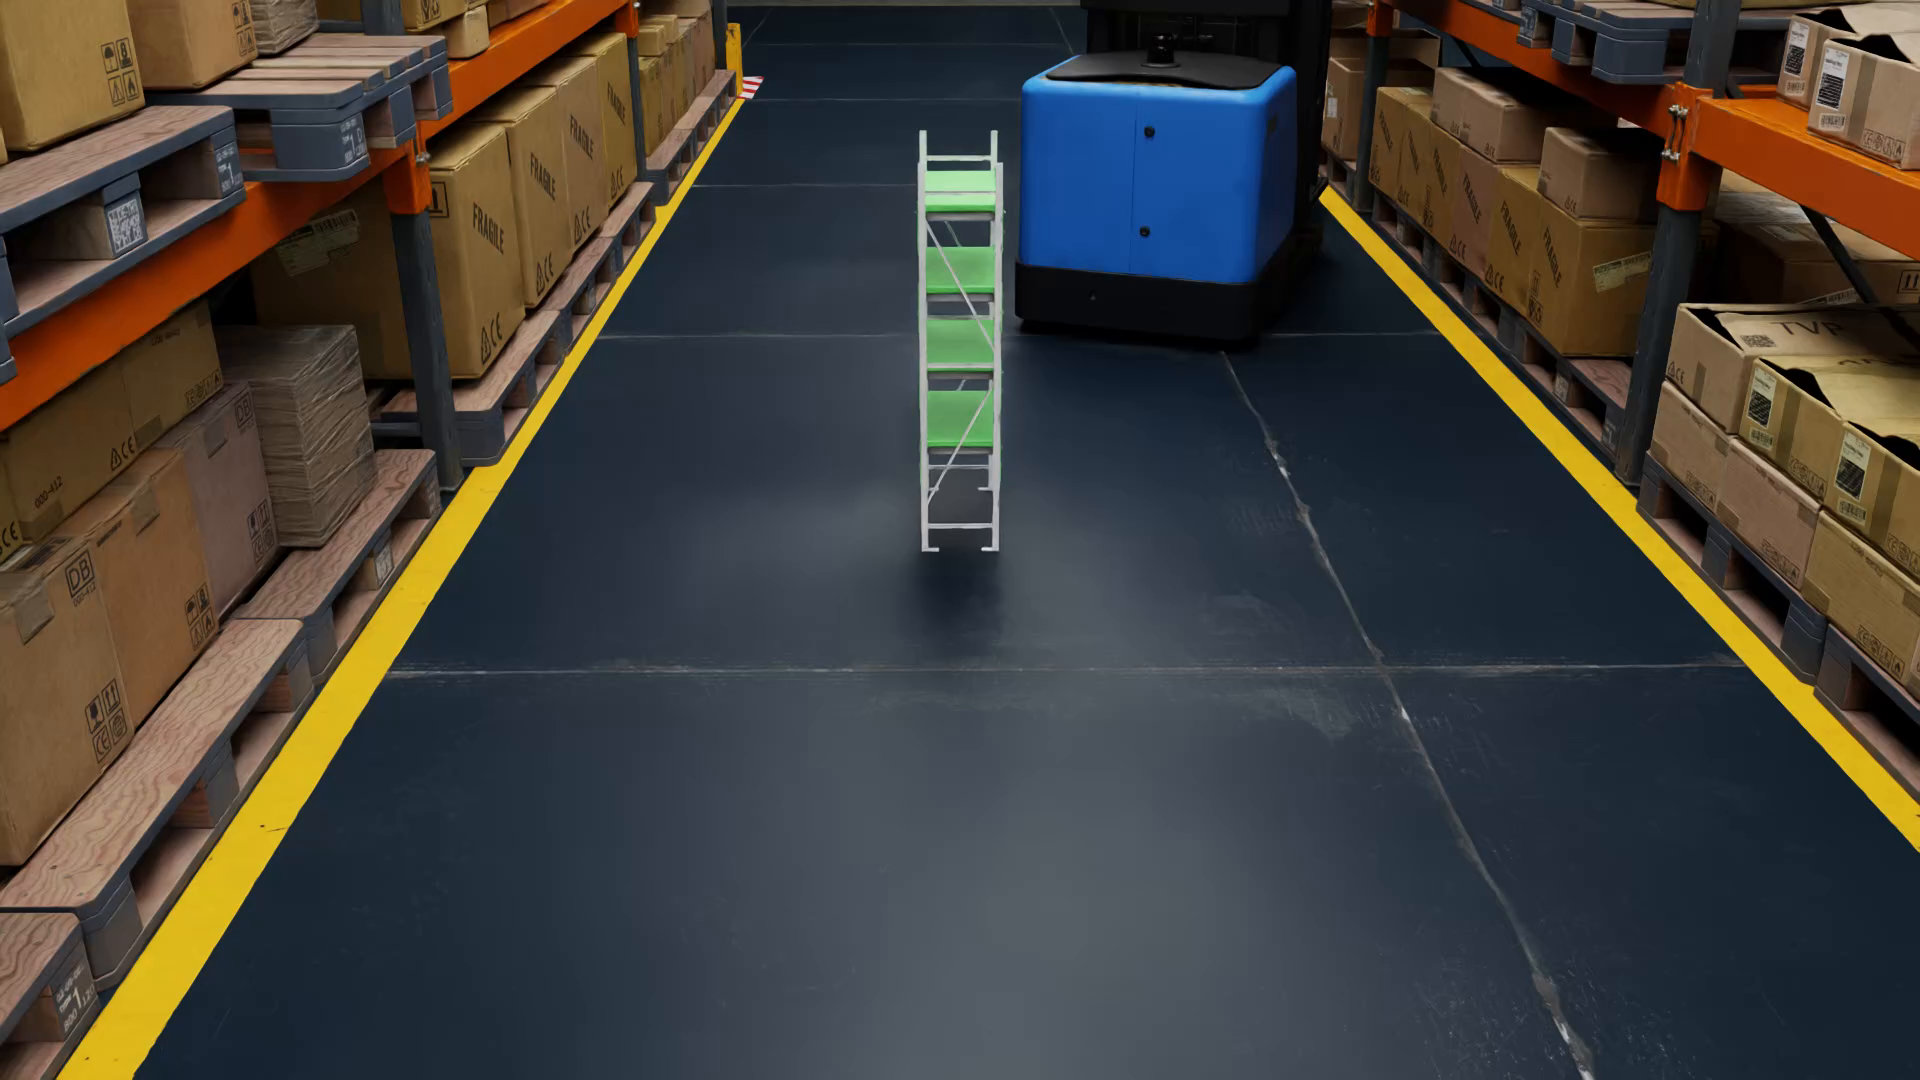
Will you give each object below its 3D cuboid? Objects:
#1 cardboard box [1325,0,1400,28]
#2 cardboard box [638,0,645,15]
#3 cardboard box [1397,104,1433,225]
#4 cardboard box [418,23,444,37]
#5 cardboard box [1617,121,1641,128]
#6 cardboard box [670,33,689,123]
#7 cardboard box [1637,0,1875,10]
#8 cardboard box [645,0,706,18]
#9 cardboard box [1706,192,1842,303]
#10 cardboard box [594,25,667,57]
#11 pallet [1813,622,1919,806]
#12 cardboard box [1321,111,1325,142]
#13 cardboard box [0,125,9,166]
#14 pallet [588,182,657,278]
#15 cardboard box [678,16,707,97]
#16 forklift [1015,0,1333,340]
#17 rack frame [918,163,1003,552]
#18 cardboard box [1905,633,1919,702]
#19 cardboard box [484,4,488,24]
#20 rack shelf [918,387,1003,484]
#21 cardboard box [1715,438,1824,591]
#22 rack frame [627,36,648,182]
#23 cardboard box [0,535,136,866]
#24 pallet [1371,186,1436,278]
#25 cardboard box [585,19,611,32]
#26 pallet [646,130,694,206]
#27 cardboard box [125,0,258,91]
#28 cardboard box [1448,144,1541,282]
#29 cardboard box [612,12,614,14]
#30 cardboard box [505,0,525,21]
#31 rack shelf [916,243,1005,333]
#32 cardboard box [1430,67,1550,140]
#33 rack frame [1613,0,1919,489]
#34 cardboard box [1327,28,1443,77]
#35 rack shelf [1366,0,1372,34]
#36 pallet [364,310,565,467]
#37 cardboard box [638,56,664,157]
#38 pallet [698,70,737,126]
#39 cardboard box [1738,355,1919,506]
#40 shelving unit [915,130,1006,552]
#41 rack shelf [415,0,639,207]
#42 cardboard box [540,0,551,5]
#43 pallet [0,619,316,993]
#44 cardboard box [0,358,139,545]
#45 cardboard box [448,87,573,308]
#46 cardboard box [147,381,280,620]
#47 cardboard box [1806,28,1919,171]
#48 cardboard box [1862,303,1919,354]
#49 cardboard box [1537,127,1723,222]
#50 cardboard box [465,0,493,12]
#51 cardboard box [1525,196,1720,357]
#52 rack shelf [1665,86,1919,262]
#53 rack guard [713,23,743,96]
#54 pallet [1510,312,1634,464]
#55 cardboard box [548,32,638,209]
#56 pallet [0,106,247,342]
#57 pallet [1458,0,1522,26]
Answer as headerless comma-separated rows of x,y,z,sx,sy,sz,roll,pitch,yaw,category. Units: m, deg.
2.921,-3.702,12.295,0.500,0.500,0.500,0,24,-1,cardboard box
-2.370,-3.639,11.392,0.380,0.149,0.250,0,24,0,cardboard box
2.491,-1.857,8.215,0.500,0.500,0.500,0,24,0,cardboard box
-1.963,-1.679,5.602,0.380,0.149,0.250,0,24,0,cardboard box
3.006,-1.665,7.790,0.500,0.500,0.500,0,24,0,cardboard box
-2.152,-2.971,10.703,0.700,0.500,0.500,0,24,1,cardboard box
2.636,-2.063,5.541,0.700,0.500,0.500,-9,26,-18,cardboard box
-1.990,-3.742,11.621,0.380,0.149,0.250,0,24,1,cardboard box
3.025,-1.033,6.394,0.500,0.500,0.500,-1,24,-2,cardboard box
-1.968,-2.990,9.958,0.380,0.149,0.250,1,24,1,cardboard box
2.736,0.544,3.791,1.003,0.211,1.213,0,24,-1,pallet
2.358,-2.505,10.074,0.380,0.149,0.250,0,24,-1,cardboard box
-2.163,-0.853,2.840,0.700,0.500,0.500,3,25,7,cardboard box
-2.157,-1.604,8.539,1.003,0.211,1.213,0,24,-1,pallet
-2.171,-3.398,11.647,0.700,0.500,0.500,0,24,-1,cardboard box
1.209,-2.746,7.765,1.130,2.935,3.031,8,26,18,forklift
0.001,-0.514,4.931,0.240,1.200,0.015,0,24,-1,rack frame
2.491,0.344,3.676,0.500,0.250,0.500,0,24,1,cardboard box
-2.019,-1.999,6.309,0.380,0.149,0.250,0,24,1,cardboard box
-0.002,-0.338,5.279,0.258,0.148,0.480,0,24,-1,rack shelf
2.474,-0.082,4.617,0.500,0.250,0.500,-1,24,-2,cardboard box
-2.241,-3.192,8.667,1.000,3.000,0.127,0,24,-1,rack frame
-2.199,0.317,3.409,0.700,0.500,0.500,0,24,0,cardboard box
2.759,-1.610,8.554,1.003,0.211,1.213,0,24,-1,pallet
-2.355,-3.113,10.230,0.380,0.149,0.250,-1,24,-2,cardboard box
-2.171,-2.235,9.935,1.003,0.211,1.213,0,24,-1,pallet
-2.149,-1.366,3.974,0.700,0.500,0.500,-3,24,-6,cardboard box
2.494,-1.443,7.299,0.500,0.500,0.500,-1,24,-3,cardboard box
-2.360,-3.324,10.696,0.380,0.149,0.250,-1,24,-2,cardboard box
-1.997,-2.207,6.770,0.380,0.149,0.250,0,24,0,cardboard box
-0.002,-0.775,5.081,0.258,0.148,0.480,0,24,-1,rack shelf
2.485,-2.006,7.635,0.500,0.250,0.500,0,24,0,cardboard box
2.756,-1.567,5.075,1.000,3.000,0.127,0,24,-1,rack frame
2.687,-3.053,10.855,0.797,0.503,0.637,0,24,-1,cardboard box
2.691,-3.712,10.690,1.077,0.370,4.000,0,24,-1,rack shelf
-2.131,-0.598,6.316,1.003,0.211,1.213,0,24,-1,pallet
-2.147,-2.553,9.778,0.700,0.500,0.500,0,24,0,cardboard box
-2.198,-3.240,12.158,1.003,0.211,1.213,0,24,-1,pallet
2.482,-0.328,4.481,0.500,0.311,0.500,-1,24,-2,cardboard box
-0.002,-0.615,5.154,0.258,1.200,0.503,0,24,-1,shelving unit
-2.219,-2.040,6.993,1.077,0.370,4.000,0,24,-1,rack shelf
-1.984,-2.425,7.251,0.380,0.149,0.250,-1,24,-2,cardboard box
-2.180,0.551,3.776,1.003,0.211,1.213,0,24,-1,pallet
-2.183,-0.203,3.649,0.500,0.250,0.500,0,24,-1,cardboard box
-2.077,-1.420,6.849,0.750,0.750,0.750,0,24,-1,cardboard box
-2.248,-0.096,4.321,0.700,0.500,0.500,0,24,-1,cardboard box
2.572,-1.157,4.277,0.500,0.311,0.500,-1,24,-1,cardboard box
3.008,-0.547,4.965,0.500,0.311,0.500,0,24,1,cardboard box
2.506,-1.378,6.246,0.500,0.250,0.500,1,24,1,cardboard box
-1.943,-2.151,5.859,0.500,0.500,0.500,1,24,1,cardboard box
2.511,-1.013,6.349,0.500,0.500,0.500,1,24,2,cardboard box
2.778,-0.415,3.401,1.077,0.370,4.000,0,24,-1,rack shelf
-2.285,-3.711,12.848,1.175,0.500,0.348,0,24,-1,rack guard
2.786,-0.604,6.330,1.003,0.211,1.213,0,24,-1,pallet
-2.104,-2.136,8.432,0.750,0.750,0.750,0,24,0,cardboard box
-2.135,-0.641,3.259,1.003,0.211,1.213,0,24,-1,pallet
2.730,-2.281,6.887,1.003,0.211,1.213,0,24,-1,pallet
